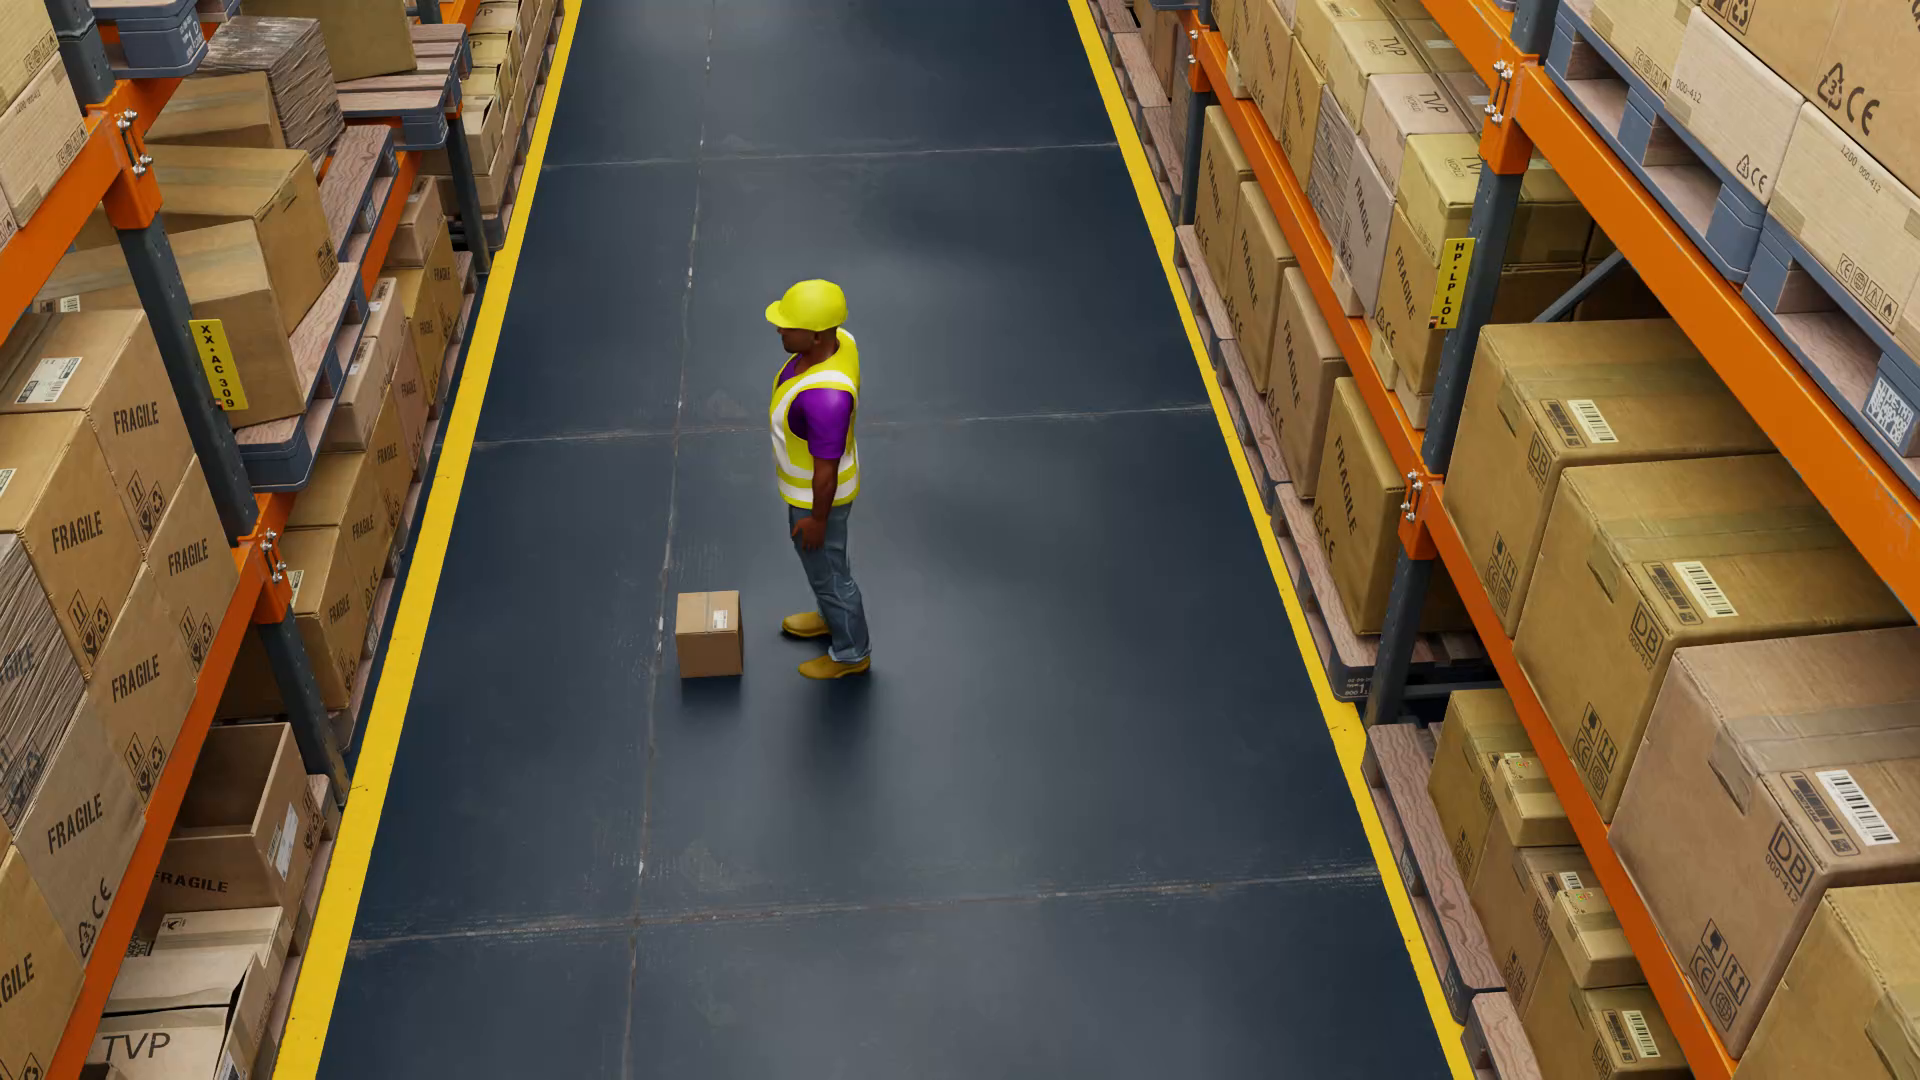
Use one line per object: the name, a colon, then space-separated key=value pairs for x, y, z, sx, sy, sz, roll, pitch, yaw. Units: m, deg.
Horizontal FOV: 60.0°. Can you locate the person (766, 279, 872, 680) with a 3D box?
person: x=-0.556 y=-0.213 z=6.419 sx=0.380 sy=1.783 sz=0.562 roll=-2 pitch=39 yaw=-3
